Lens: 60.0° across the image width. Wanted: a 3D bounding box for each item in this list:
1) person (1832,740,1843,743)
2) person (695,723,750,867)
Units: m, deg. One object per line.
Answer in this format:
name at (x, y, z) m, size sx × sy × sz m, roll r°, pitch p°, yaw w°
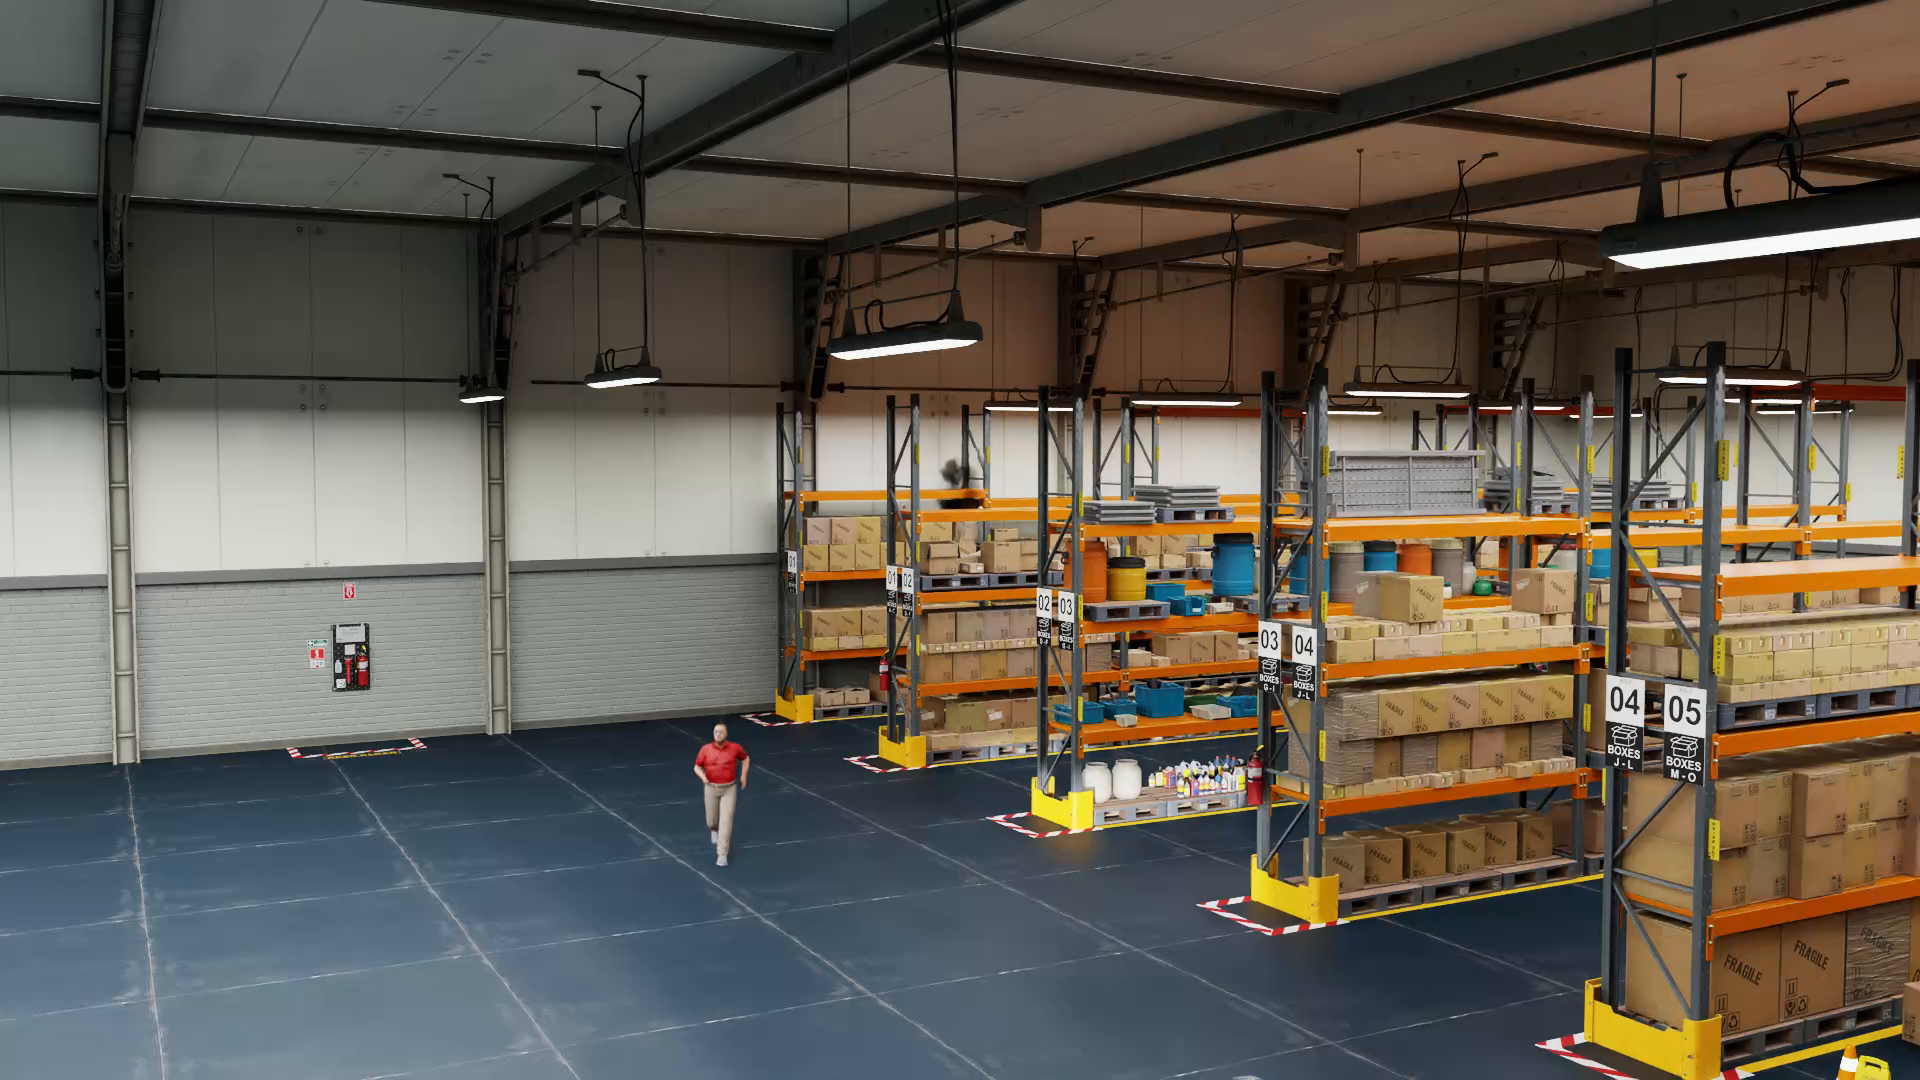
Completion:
person at (10.368, 3.171, 19.764) m, size 0.833 × 1.768 × 0.669 m, roll -2°, pitch 4°, yaw -28°
person at (-2.972, 3.137, 20.744) m, size 0.678 × 1.693 × 0.992 m, roll 0°, pitch 3°, yaw -4°
